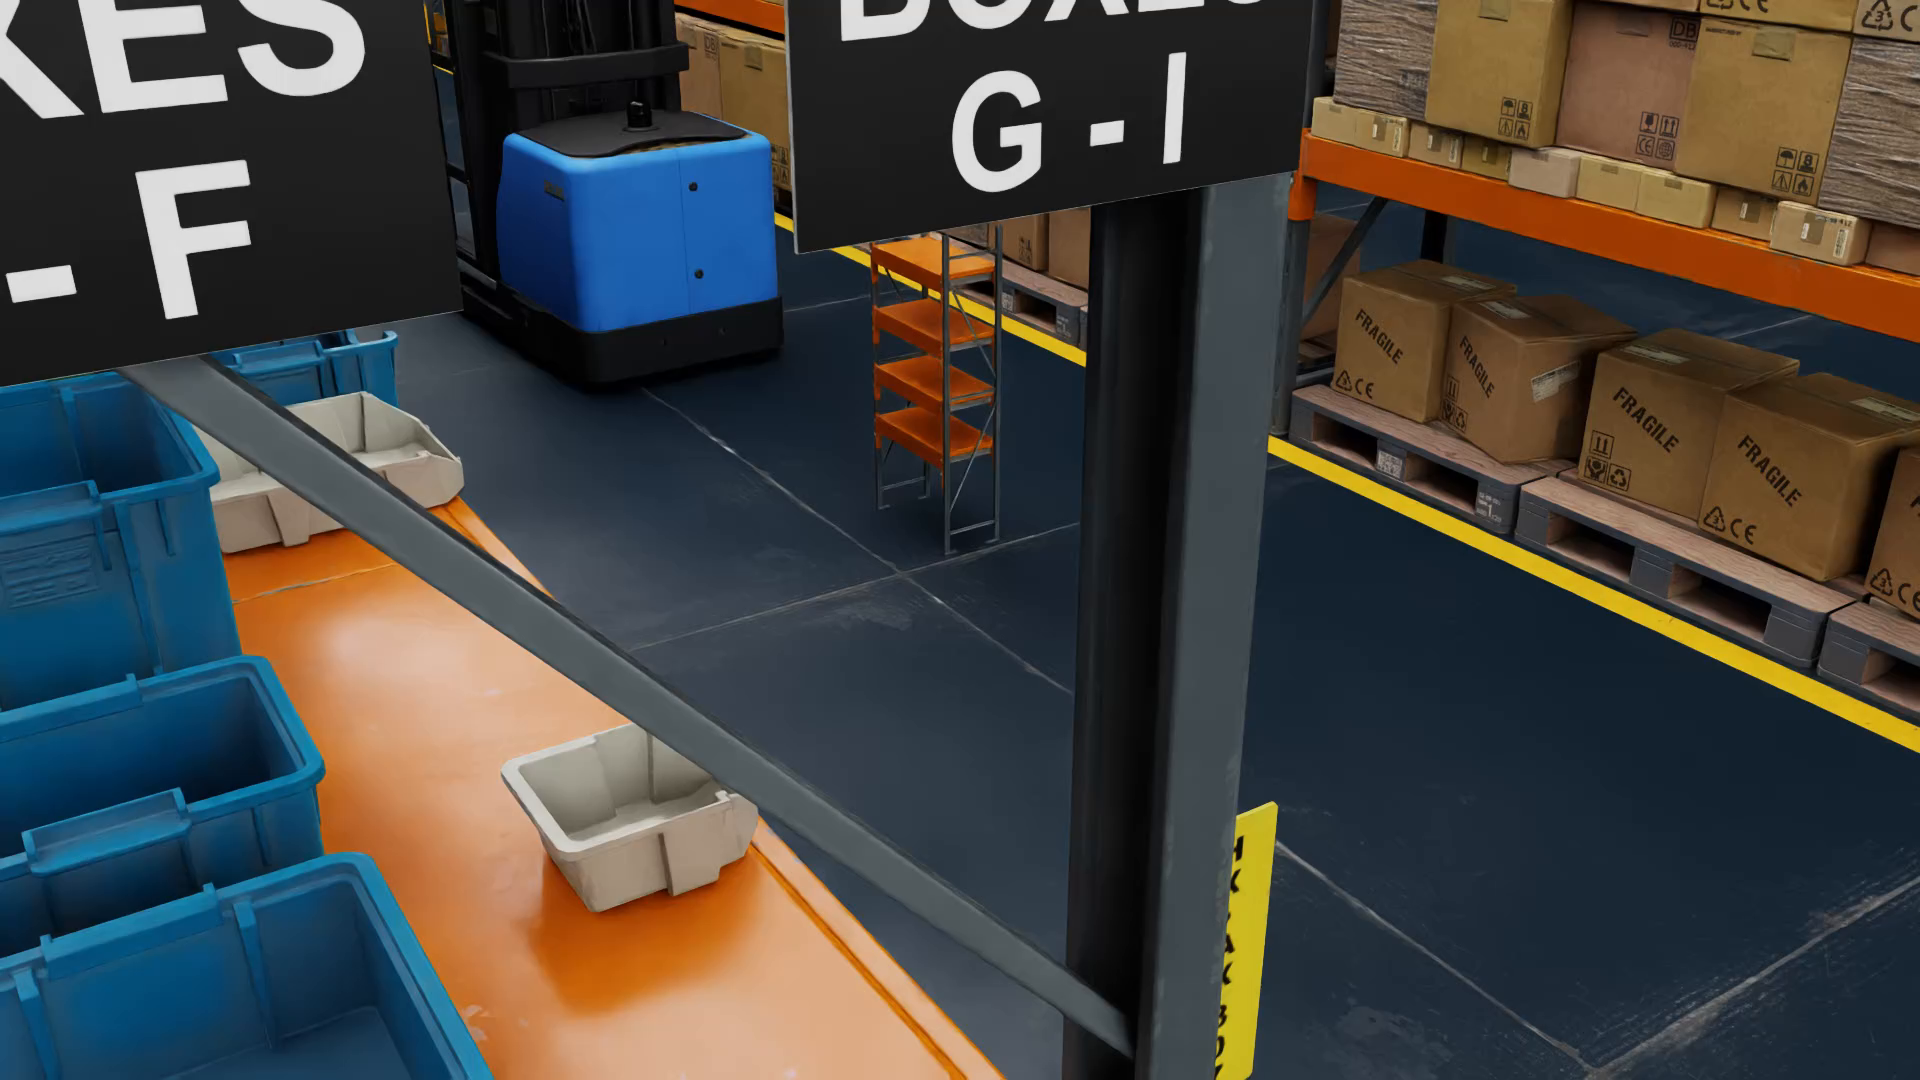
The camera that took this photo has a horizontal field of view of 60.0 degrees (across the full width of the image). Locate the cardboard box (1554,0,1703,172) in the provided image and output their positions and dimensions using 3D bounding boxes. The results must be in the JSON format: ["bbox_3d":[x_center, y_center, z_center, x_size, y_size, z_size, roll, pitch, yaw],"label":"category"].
[{"bbox_3d":[2.546,-1.597,5.653,0.875,0.500,0.500,-16,29,-30],"label":"cardboard box"}]

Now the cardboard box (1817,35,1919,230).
[{"bbox_3d":[3.047,-1.227,4.870,0.875,0.500,0.500,-16,29,-30],"label":"cardboard box"}]

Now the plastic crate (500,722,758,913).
[{"bbox_3d":[-0.434,0.374,2.252,0.298,0.136,0.250,-16,29,-30],"label":"plastic crate"}]

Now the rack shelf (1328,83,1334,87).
[{"bbox_3d":[0.659,-2.325,8.504,1.077,0.370,4.000,-16,29,-30],"label":"rack shelf"}]

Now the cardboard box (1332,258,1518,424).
[{"bbox_3d":[1.936,-0.842,6.956,0.500,0.500,0.500,-17,30,-31],"label":"cardboard box"}]

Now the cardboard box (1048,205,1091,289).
[{"bbox_3d":[0.884,-1.603,8.545,0.700,0.500,0.500,-18,31,-34],"label":"cardboard box"}]

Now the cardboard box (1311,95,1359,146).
[{"bbox_3d":[1.617,-1.674,6.577,0.380,0.149,0.250,-16,29,-30],"label":"cardboard box"}]

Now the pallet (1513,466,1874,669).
[{"bbox_3d":[2.818,-0.005,6.014,1.003,0.211,1.213,-16,29,-30],"label":"pallet"}]

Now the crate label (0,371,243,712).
[{"bbox_3d":[-1.446,0.039,2.613,0.502,0.435,0.616,-16,29,-30],"label":"crate label"}]

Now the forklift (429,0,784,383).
[{"bbox_3d":[-2.117,-2.617,8.359,1.130,2.935,3.031,-17,30,-31],"label":"forklift"}]

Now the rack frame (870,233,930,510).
[{"bbox_3d":[-0.224,-0.689,6.304,0.240,1.200,0.015,-16,29,-30],"label":"rack frame"}]

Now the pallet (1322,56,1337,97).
[{"bbox_3d":[1.456,-2.155,7.527,1.003,0.211,1.213,-16,29,-30],"label":"pallet"}]

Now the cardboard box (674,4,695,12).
[{"bbox_3d":[-1.761,-3.482,12.109,1.225,0.875,0.875,-17,30,-31],"label":"cardboard box"}]

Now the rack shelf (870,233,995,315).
[{"bbox_3d":[-0.090,-0.957,5.952,0.258,0.148,0.480,-16,29,-30],"label":"rack shelf"}]

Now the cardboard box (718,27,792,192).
[{"bbox_3d":[-0.792,-2.846,10.763,1.225,0.875,0.875,-17,30,-32],"label":"cardboard box"}]

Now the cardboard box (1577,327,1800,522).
[{"bbox_3d":[2.660,-0.435,6.094,0.500,0.500,0.500,-19,31,-34],"label":"cardboard box"}]

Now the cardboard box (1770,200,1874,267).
[{"bbox_3d":[2.699,-0.956,5.057,0.380,0.149,0.250,-16,29,-30],"label":"cardboard box"}]

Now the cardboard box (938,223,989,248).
[{"bbox_3d":[0.264,-2.004,9.394,0.700,0.500,0.500,-18,31,-34],"label":"cardboard box"}]

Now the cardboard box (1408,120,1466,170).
[{"bbox_3d":[1.902,-1.499,6.206,0.380,0.149,0.250,-16,29,-30],"label":"cardboard box"}]

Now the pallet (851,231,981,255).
[{"bbox_3d":[-0.007,-1.825,9.868,1.003,0.211,1.213,-16,29,-30],"label":"pallet"}]

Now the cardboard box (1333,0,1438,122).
[{"bbox_3d":[1.945,-1.939,6.379,0.875,0.500,0.500,-16,29,-30],"label":"cardboard box"}]

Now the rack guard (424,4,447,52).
[{"bbox_3d":[-4.813,-5.105,16.479,1.175,0.500,0.348,-16,29,-30],"label":"rack guard"}]

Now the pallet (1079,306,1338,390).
[{"bbox_3d":[1.325,-0.952,8.019,1.003,0.211,1.213,-16,29,-30],"label":"pallet"}]

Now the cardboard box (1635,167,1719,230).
[{"bbox_3d":[2.447,-1.141,5.447,0.380,0.149,0.250,-16,29,-30],"label":"cardboard box"}]

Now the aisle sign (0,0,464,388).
[{"bbox_3d":[-0.425,-0.431,0.603,0.394,0.787,0.004,-16,29,-30],"label":"aisle sign"}]

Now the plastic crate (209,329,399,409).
[{"bbox_3d":[-1.567,-0.381,3.717,0.499,0.251,0.616,-16,29,-30],"label":"plastic crate"}]

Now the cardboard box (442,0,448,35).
[{"bbox_3d":[-4.383,-5.246,15.846,0.875,0.875,0.875,-16,29,-30],"label":"cardboard box"}]

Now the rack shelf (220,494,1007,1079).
[{"bbox_3d":[-1.307,0.260,3.028,1.077,0.370,4.000,-16,29,-30],"label":"rack shelf"}]

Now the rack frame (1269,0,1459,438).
[{"bbox_3d":[1.751,-1.935,6.835,1.000,3.000,0.127,-16,29,-30],"label":"rack frame"}]

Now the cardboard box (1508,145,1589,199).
[{"bbox_3d":[2.148,-1.313,5.811,0.380,0.149,0.250,-16,29,-30],"label":"cardboard box"}]

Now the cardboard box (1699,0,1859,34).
[{"bbox_3d":[2.613,-1.813,4.940,0.500,0.500,0.500,-16,29,-30],"label":"cardboard box"}]

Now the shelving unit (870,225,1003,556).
[{"bbox_3d":[-0.090,-0.602,6.119,0.258,1.200,0.503,-16,29,-30],"label":"shelving unit"}]

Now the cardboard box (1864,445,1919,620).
[{"bbox_3d":[3.253,0.003,5.166,0.500,0.500,0.500,-8,26,-16],"label":"cardboard box"}]

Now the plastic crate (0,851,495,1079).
[{"bbox_3d":[-0.739,0.608,1.623,0.499,0.251,0.616,-16,29,-30],"label":"plastic crate"}]

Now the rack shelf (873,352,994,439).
[{"bbox_3d":[-0.090,-0.541,6.148,0.258,0.148,0.480,-16,29,-30],"label":"rack shelf"}]
